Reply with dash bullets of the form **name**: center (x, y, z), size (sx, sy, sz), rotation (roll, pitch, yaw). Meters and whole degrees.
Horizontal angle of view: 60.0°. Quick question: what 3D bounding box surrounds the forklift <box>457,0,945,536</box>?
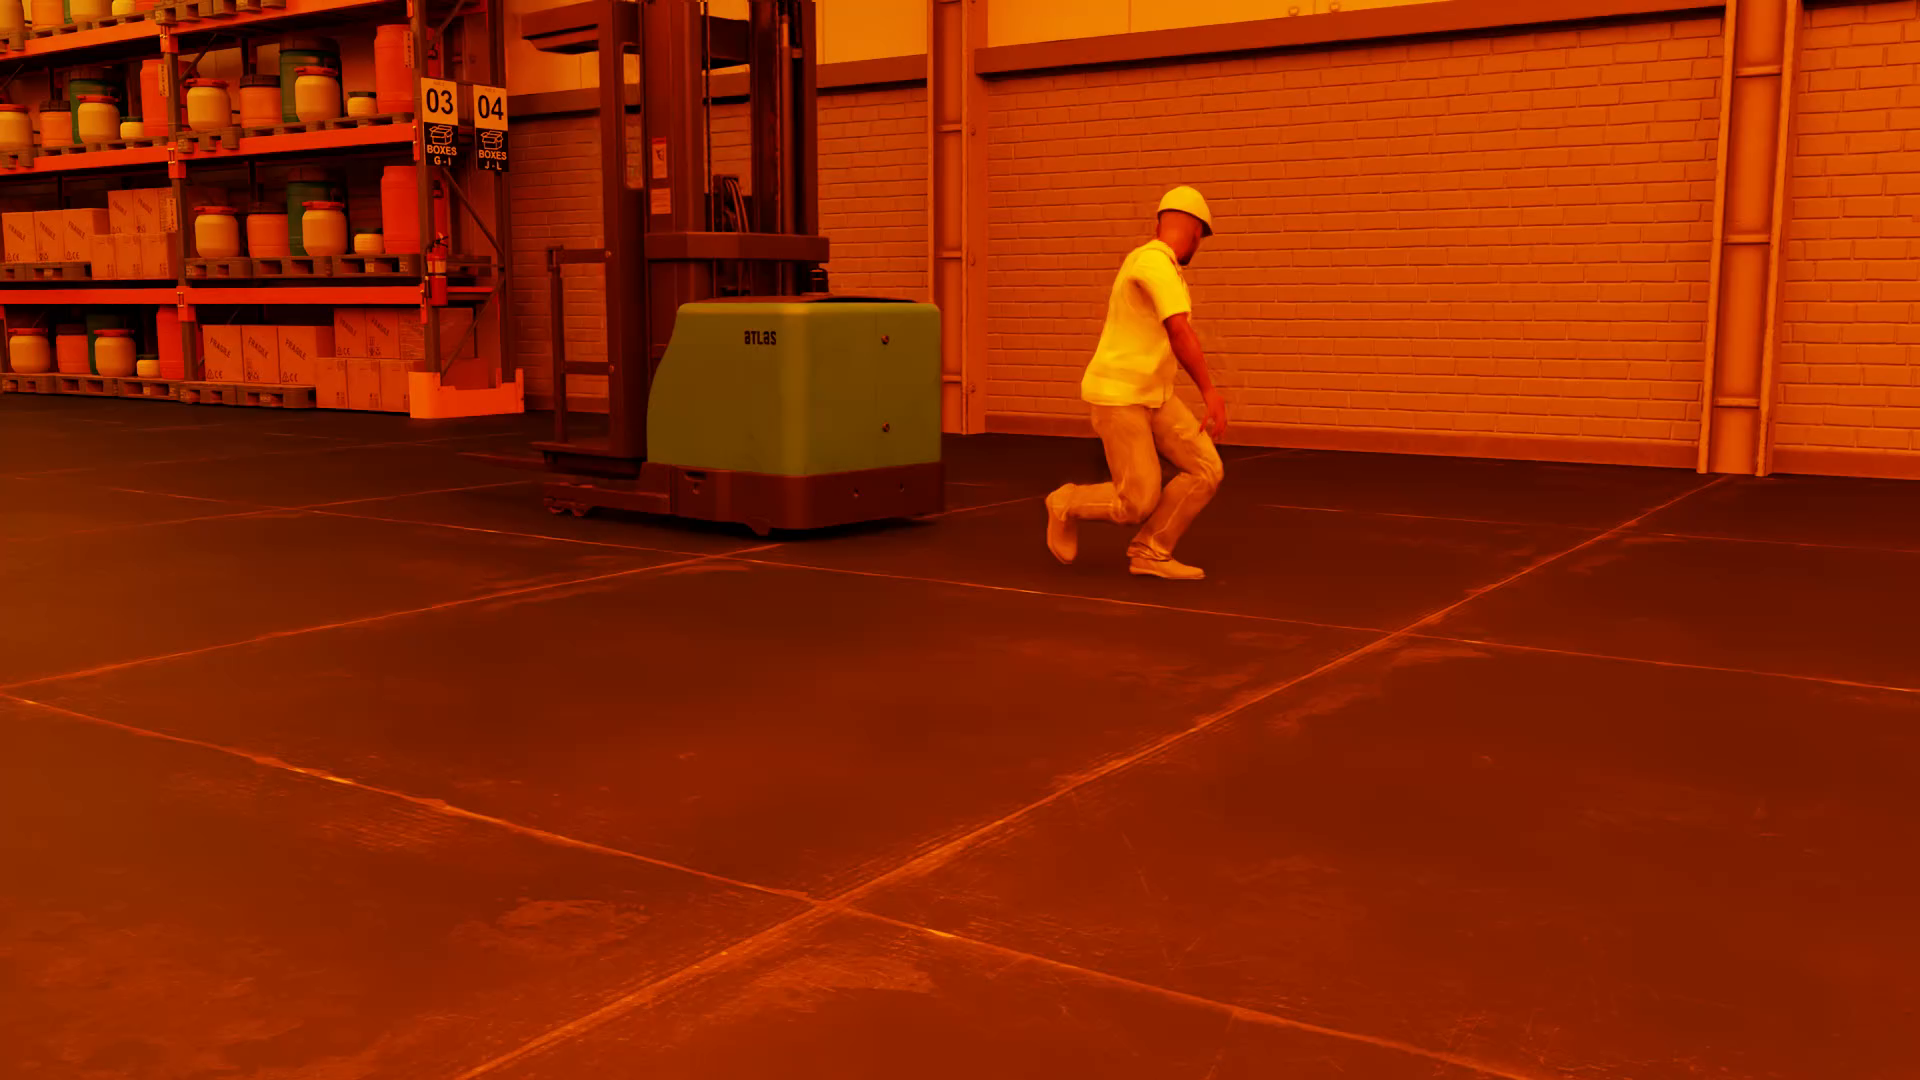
- **forklift**: center (-1.513, -1.616, 8.554), size (3.031, 2.935, 1.130), rotation (7, 11, 41)

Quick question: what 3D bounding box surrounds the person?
- **person**: center (0.726, -0.615, 6.572), size (0.814, 1.538, 0.691), rotation (4, 9, 28)
